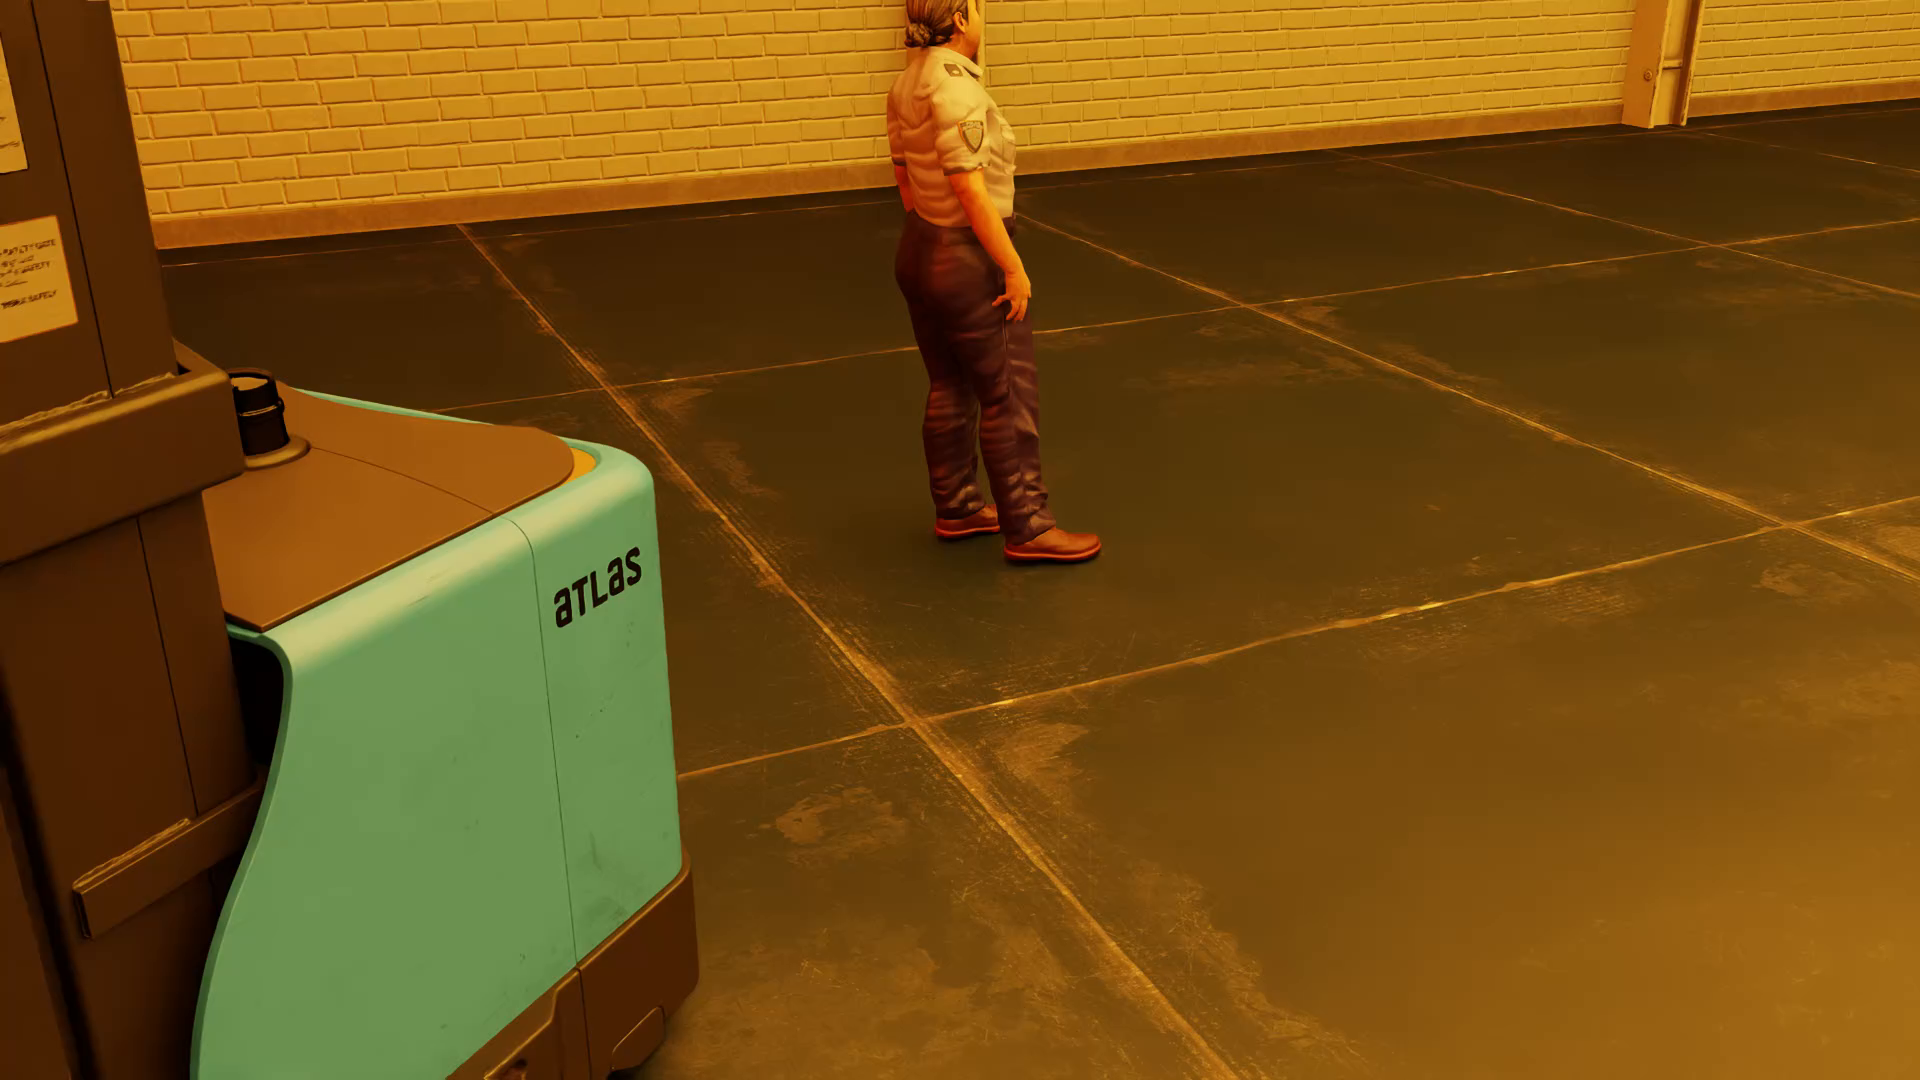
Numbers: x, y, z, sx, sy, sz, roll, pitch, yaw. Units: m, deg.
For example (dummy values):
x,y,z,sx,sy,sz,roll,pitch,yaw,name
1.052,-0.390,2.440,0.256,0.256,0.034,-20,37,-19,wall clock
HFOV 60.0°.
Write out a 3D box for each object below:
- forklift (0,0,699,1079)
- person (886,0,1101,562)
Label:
x,y,z,sx,sy,sz,roll,pitch,yaw,name
-1.581,-0.081,1.480,1.130,2.935,3.031,11,25,24,forklift
0.091,-0.775,4.803,0.503,1.651,0.598,-10,25,-23,person
